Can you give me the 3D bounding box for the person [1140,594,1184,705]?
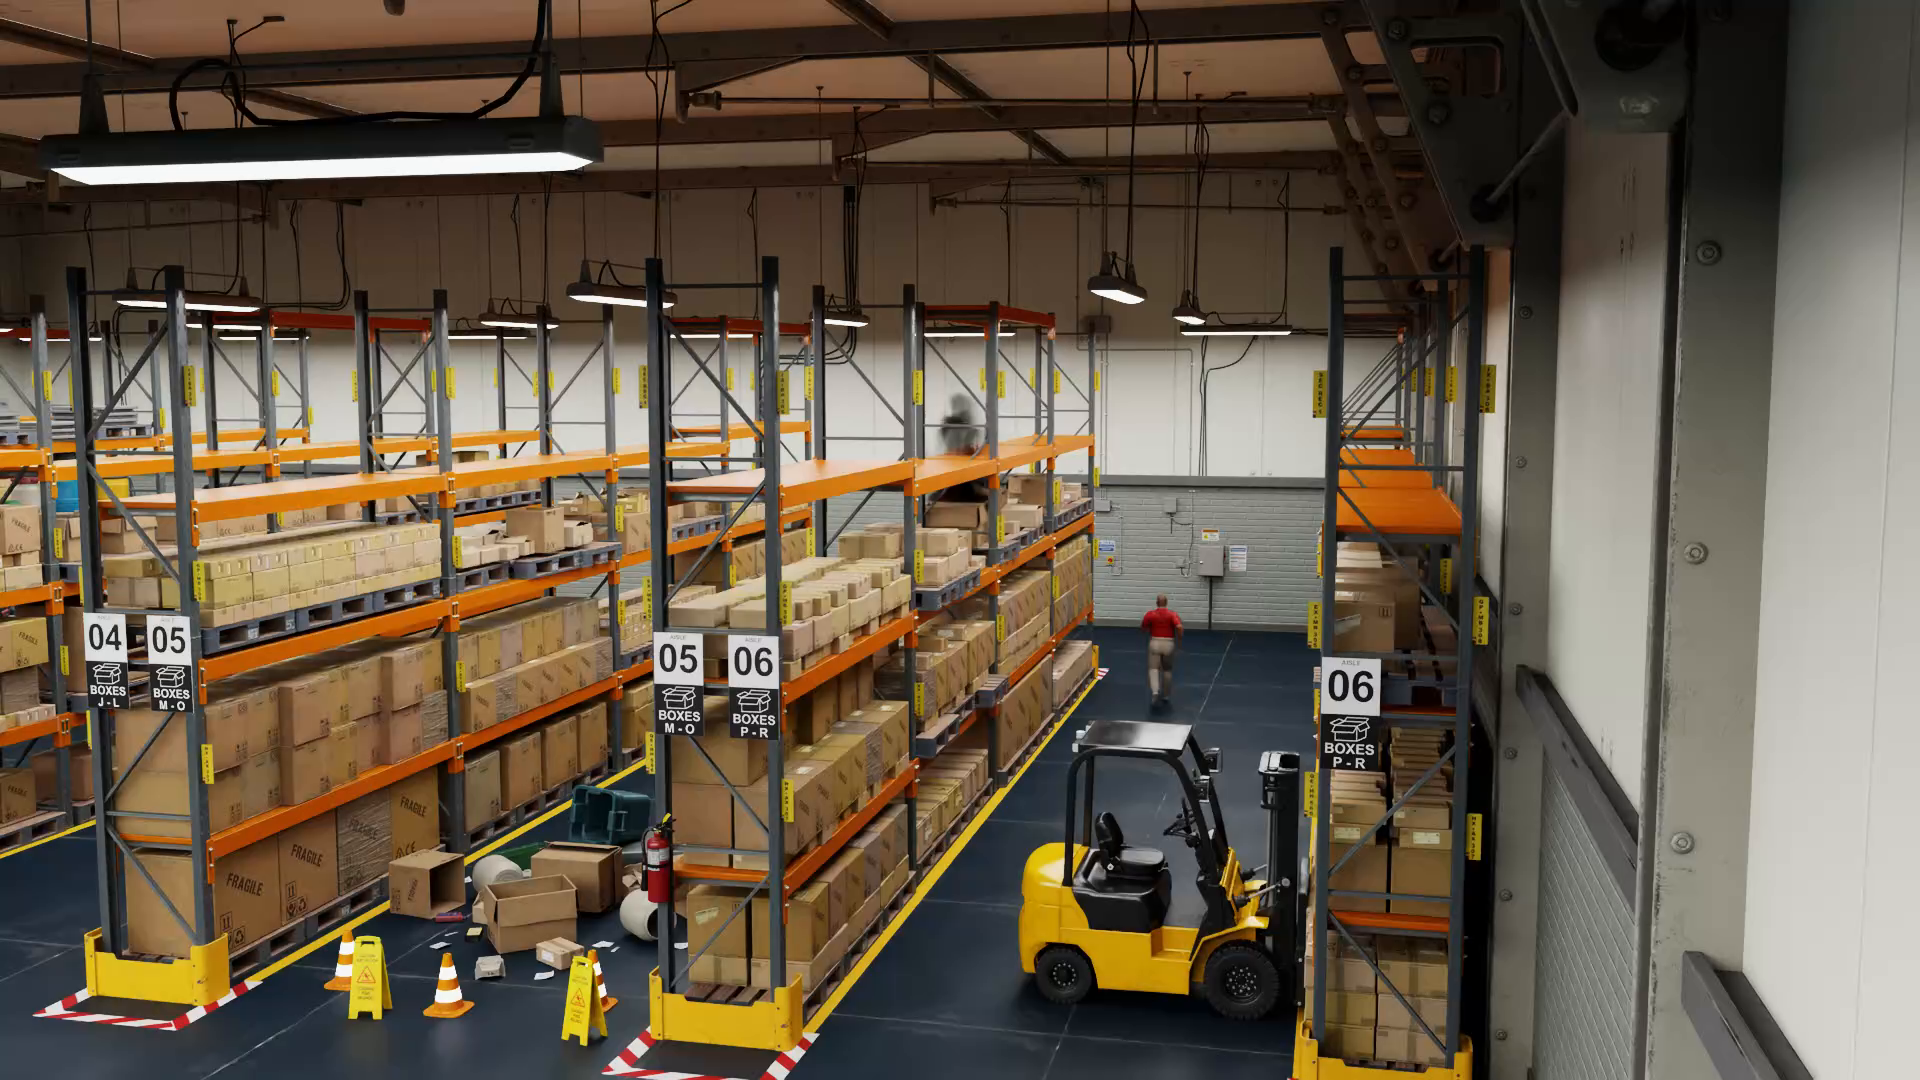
[{"bbox_3d":[3.122,1.687,25.738,0.663,1.711,0.969,1,6,6],"label":"person"}]
